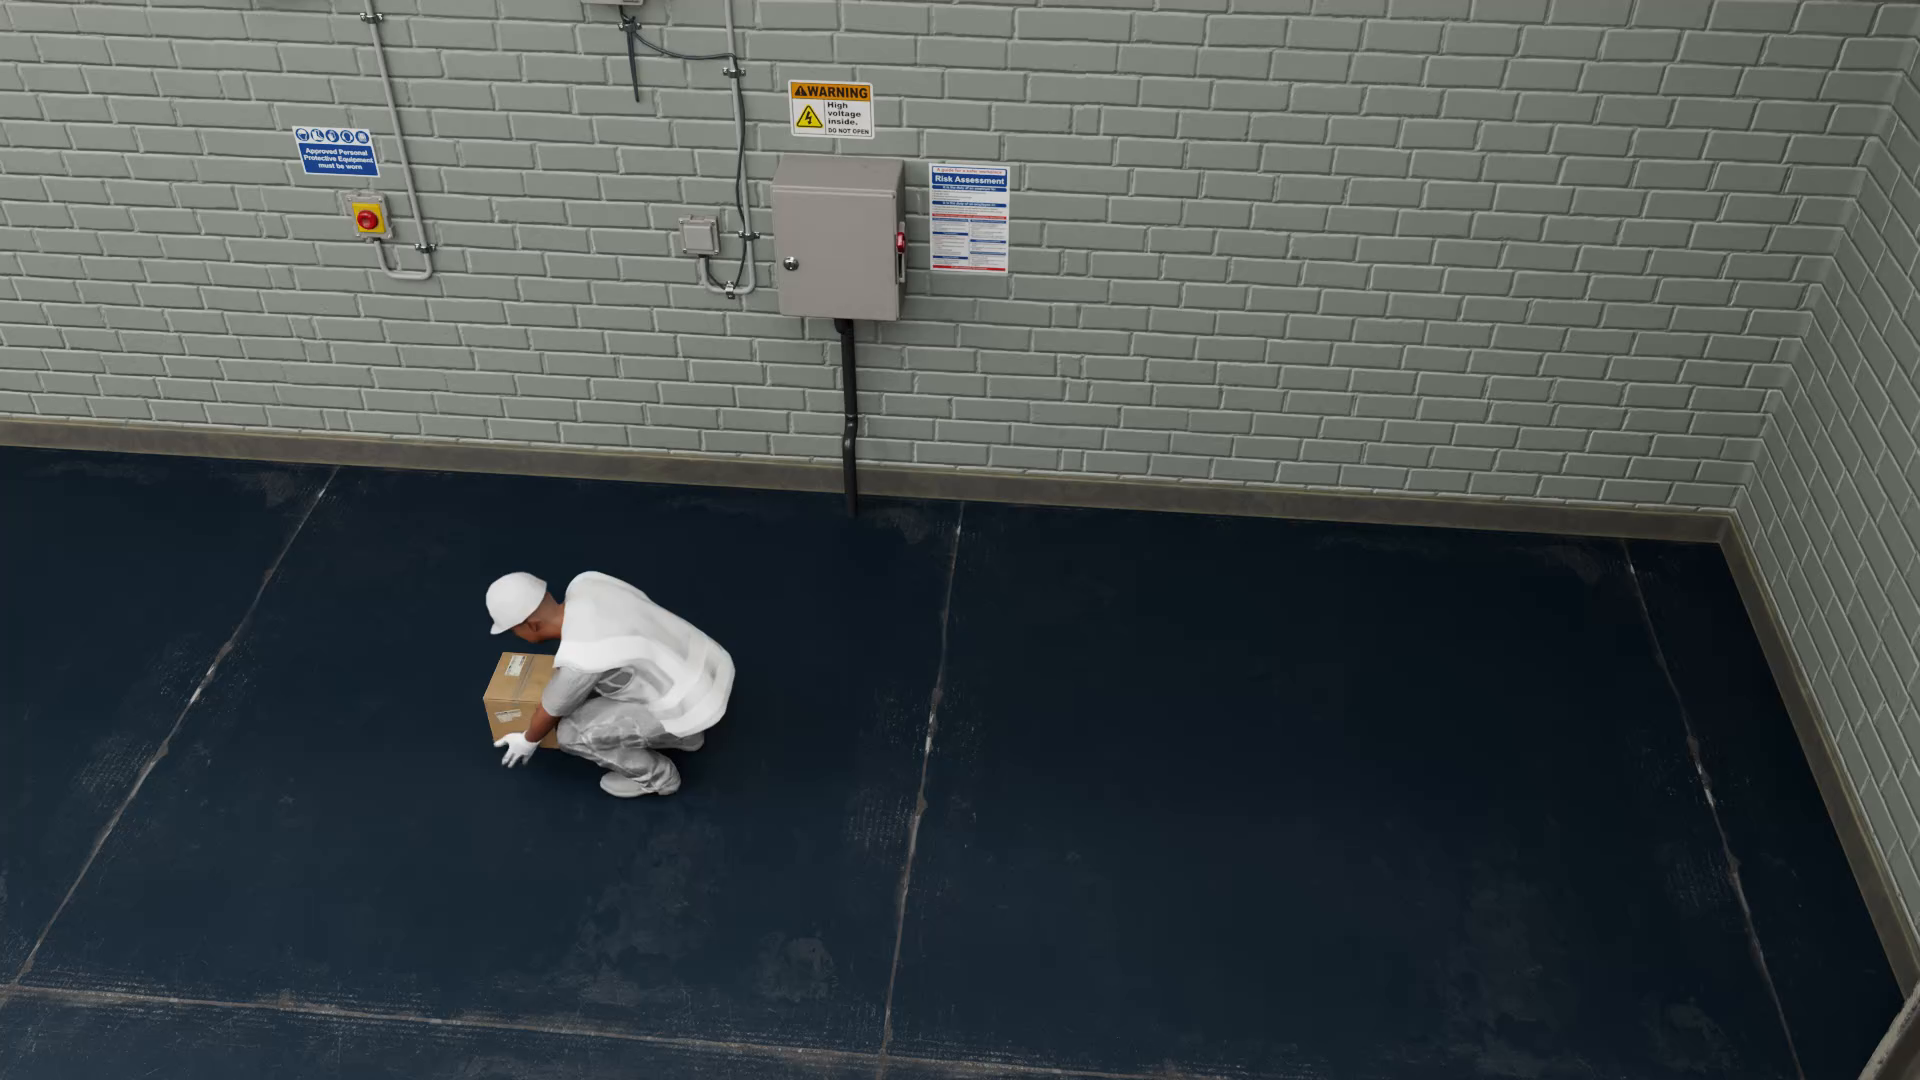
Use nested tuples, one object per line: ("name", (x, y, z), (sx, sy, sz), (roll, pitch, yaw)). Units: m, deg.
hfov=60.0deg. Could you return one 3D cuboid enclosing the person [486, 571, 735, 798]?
("person", (-1.299, 0.504, 6.155), (0.888, 0.999, 0.564), (3, 40, 3))
